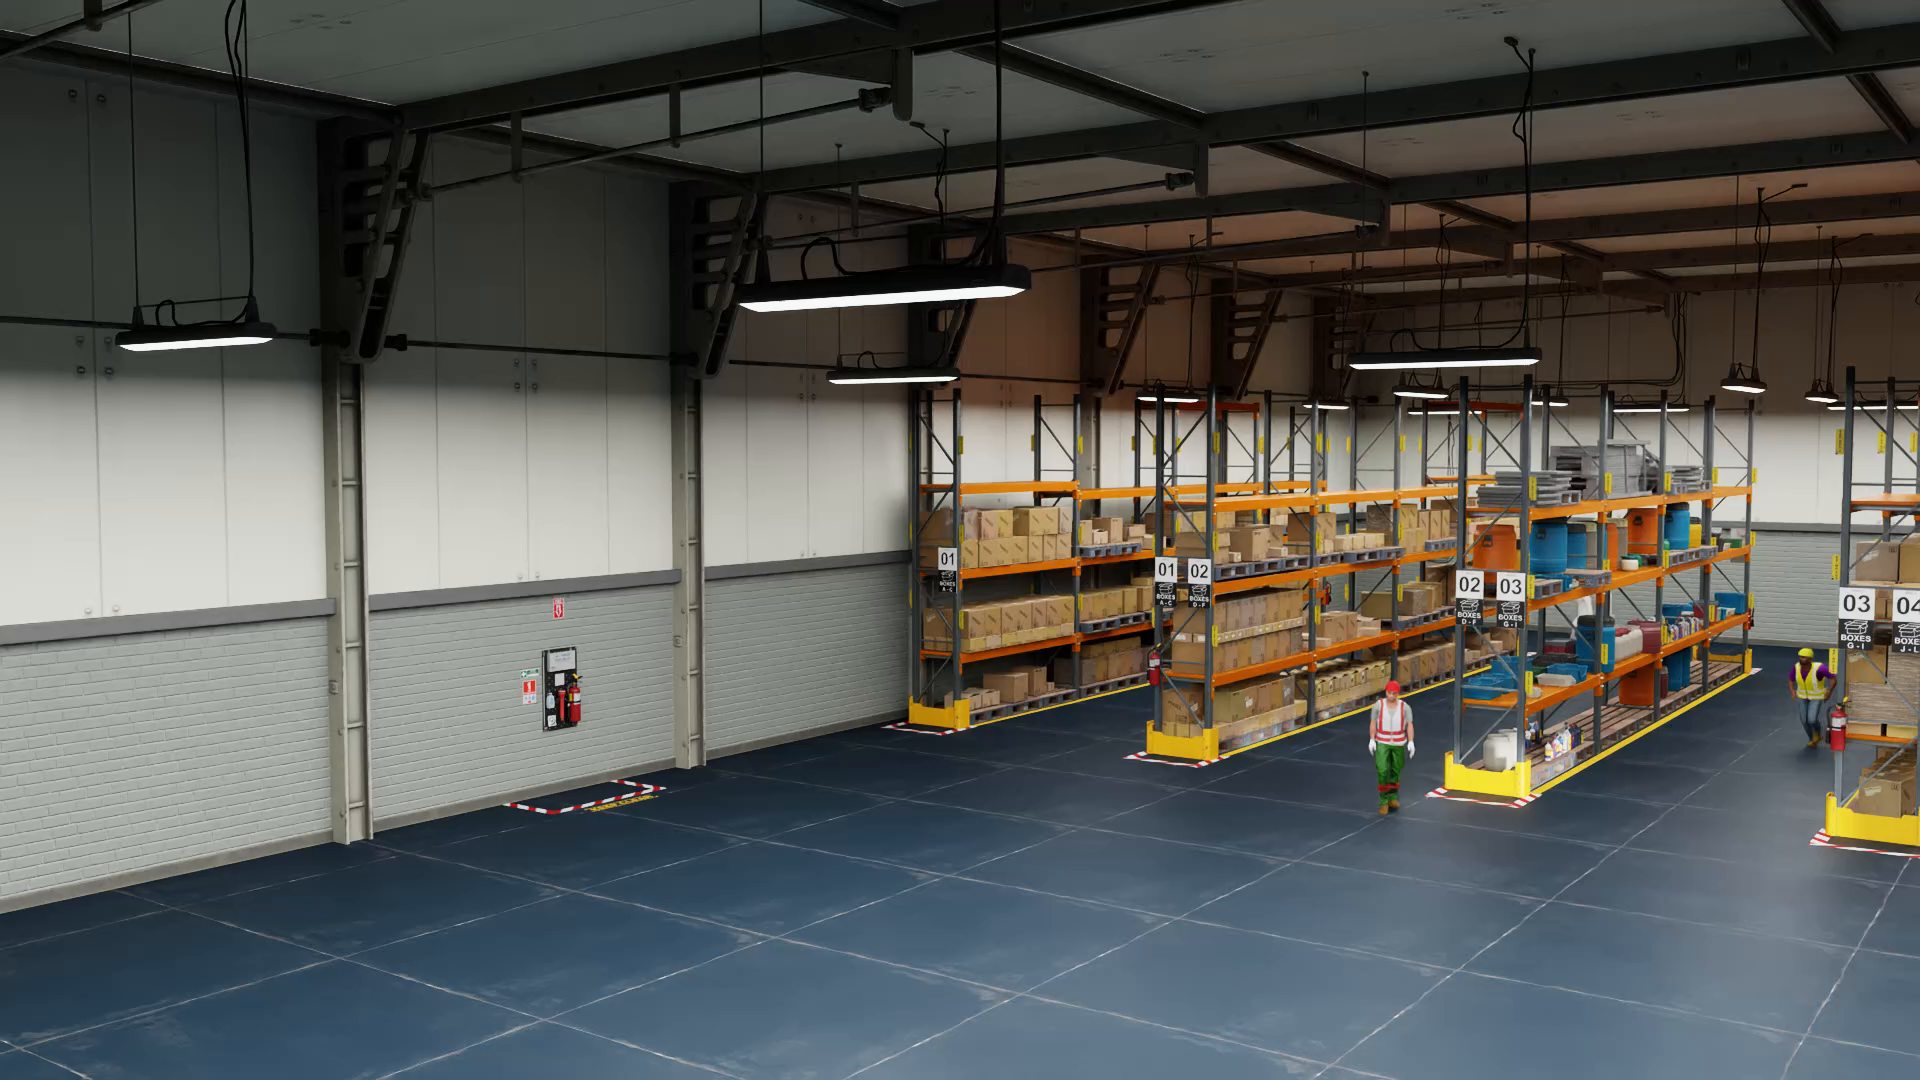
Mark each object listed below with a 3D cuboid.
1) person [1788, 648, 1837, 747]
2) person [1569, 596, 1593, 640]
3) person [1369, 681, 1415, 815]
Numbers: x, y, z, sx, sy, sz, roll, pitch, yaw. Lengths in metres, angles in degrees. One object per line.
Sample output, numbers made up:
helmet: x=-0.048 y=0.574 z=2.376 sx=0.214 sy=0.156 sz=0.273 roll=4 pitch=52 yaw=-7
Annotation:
person: x=14.084 y=2.604 z=27.468 sx=0.753 sy=1.666 sz=0.689 roll=3 pitch=5 yaw=44
person: x=14.805 y=1.859 z=39.558 sx=1.004 sy=1.723 sz=0.538 roll=3 pitch=4 yaw=41
person: x=5.904 y=2.824 z=22.743 sx=0.593 sy=1.823 sz=0.594 roll=1 pitch=3 yaw=10
